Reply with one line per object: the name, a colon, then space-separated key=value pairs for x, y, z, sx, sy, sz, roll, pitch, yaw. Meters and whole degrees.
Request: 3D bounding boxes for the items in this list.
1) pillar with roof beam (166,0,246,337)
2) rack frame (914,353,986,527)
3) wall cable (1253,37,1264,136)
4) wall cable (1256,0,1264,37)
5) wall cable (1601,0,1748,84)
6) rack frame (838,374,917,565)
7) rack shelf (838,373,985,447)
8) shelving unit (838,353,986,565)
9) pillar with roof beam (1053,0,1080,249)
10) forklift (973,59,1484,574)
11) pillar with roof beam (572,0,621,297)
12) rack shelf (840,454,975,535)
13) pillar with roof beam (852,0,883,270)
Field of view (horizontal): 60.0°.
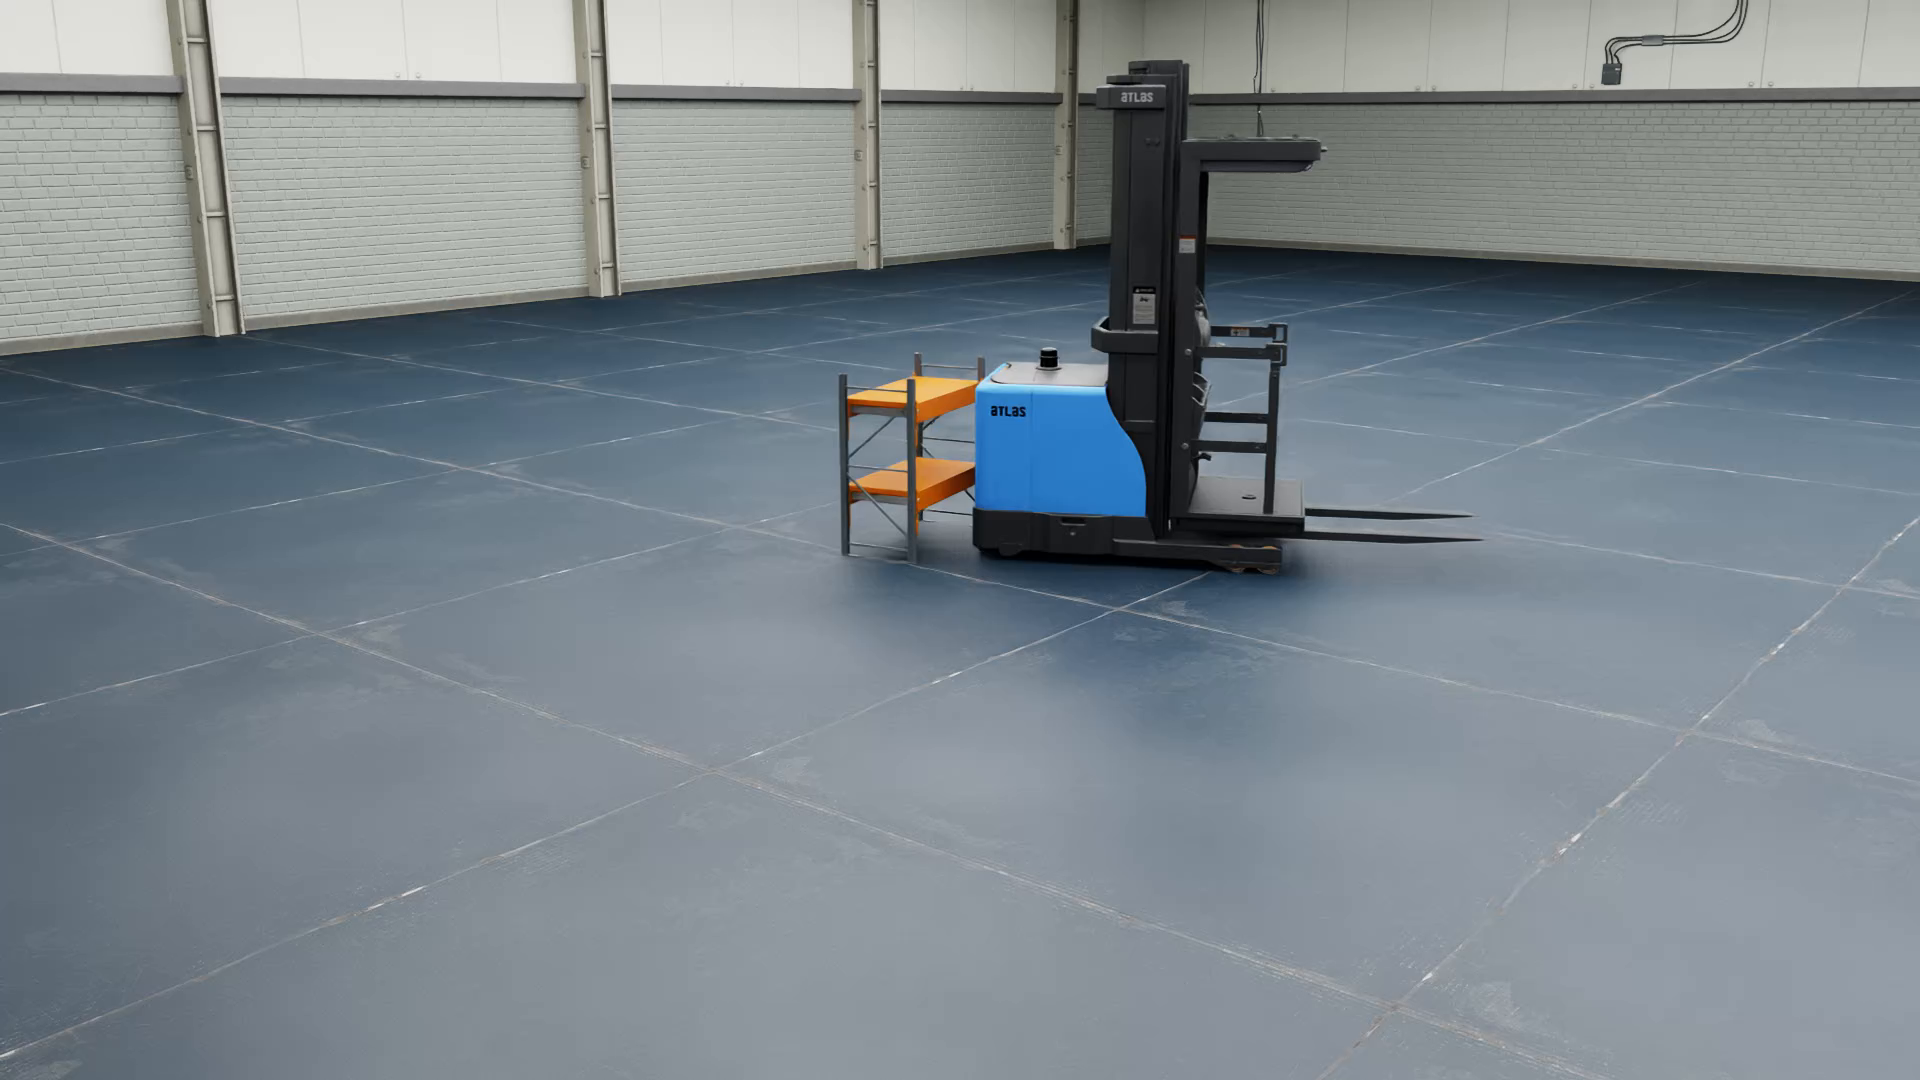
pillar with roof beam: x=-5.814 y=-6.259 z=16.983 sx=9.100 sy=9.000 sz=0.400 roll=11 pitch=18 yaw=38
rack frame: x=-0.068 y=-0.653 z=10.909 sx=0.500 sy=1.125 sz=0.032 roll=7 pitch=16 yaw=24
wall cable: x=5.031 y=-9.227 z=34.973 sx=3.097 sy=2.526 sz=0.112 roll=11 pitch=18 yaw=38
wall cable: x=7.135 y=-11.256 z=32.703 sx=3.097 sy=2.526 sz=0.112 roll=11 pitch=18 yaw=38
wall cable: x=12.405 y=-10.908 z=28.377 sx=2.305 sy=6.003 sz=0.169 roll=11 pitch=18 yaw=38
rack frame: x=-0.496 y=-0.426 z=10.015 sx=0.500 sy=1.125 sz=0.032 roll=7 pitch=16 yaw=24
rack shelf: x=-0.282 y=-0.823 z=10.390 sx=0.538 sy=0.278 sz=1.000 roll=7 pitch=16 yaw=24
shelving unit: x=-0.282 y=-0.540 z=10.462 sx=0.538 sy=1.125 sz=1.048 roll=7 pitch=16 yaw=24
pillar with roof beam: x=5.499 y=-9.706 z=30.553 sx=9.100 sy=9.000 sz=0.400 roll=11 pitch=18 yaw=38
forklift: x=1.646 y=-1.360 z=10.025 sx=3.031 sy=2.935 sz=1.130 roll=3 pitch=15 yaw=11
pillar with roof beam: x=-2.043 y=-7.408 z=21.506 sx=9.100 sy=9.000 sz=0.400 roll=11 pitch=18 yaw=38
rack shelf: x=-0.282 y=-0.303 z=10.522 sx=0.538 sy=0.278 sz=1.000 roll=7 pitch=16 yaw=24
pillar with roof beam: x=1.728 y=-8.557 z=26.029 sx=9.100 sy=9.000 sz=0.400 roll=11 pitch=18 yaw=38
